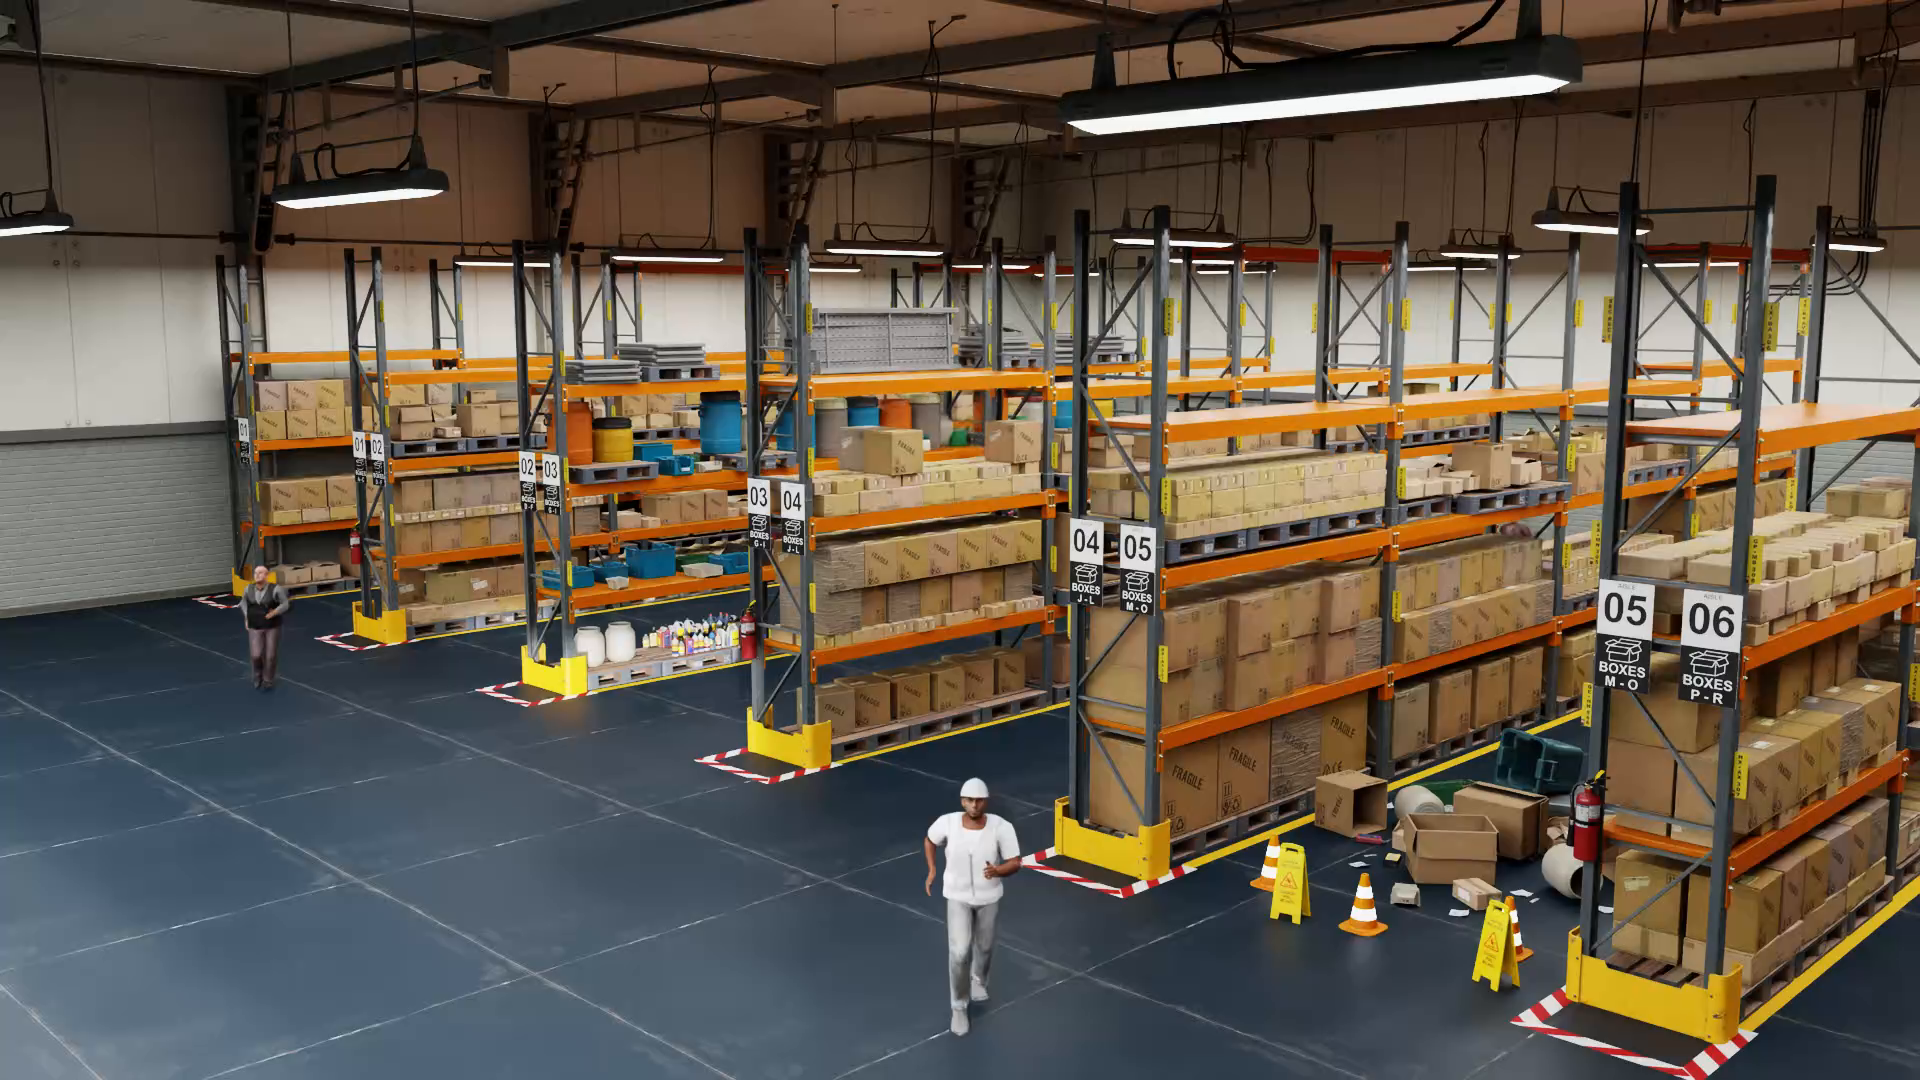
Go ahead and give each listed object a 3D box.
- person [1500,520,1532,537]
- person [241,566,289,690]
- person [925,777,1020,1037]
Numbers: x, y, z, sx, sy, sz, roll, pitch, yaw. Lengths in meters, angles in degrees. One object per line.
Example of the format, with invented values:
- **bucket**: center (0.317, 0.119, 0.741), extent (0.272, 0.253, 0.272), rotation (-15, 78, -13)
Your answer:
- **person**: center (9.168, 0.408, 27.596), extent (0.711, 1.861, 0.827), rotation (8, 11, 43)
- **person**: center (-9.279, 1.222, 22.191), extent (0.641, 1.620, 0.629), rotation (-2, 8, -12)
- **person**: center (0.094, 2.614, 11.992), extent (0.674, 1.830, 0.762), rotation (0, 8, -3)
